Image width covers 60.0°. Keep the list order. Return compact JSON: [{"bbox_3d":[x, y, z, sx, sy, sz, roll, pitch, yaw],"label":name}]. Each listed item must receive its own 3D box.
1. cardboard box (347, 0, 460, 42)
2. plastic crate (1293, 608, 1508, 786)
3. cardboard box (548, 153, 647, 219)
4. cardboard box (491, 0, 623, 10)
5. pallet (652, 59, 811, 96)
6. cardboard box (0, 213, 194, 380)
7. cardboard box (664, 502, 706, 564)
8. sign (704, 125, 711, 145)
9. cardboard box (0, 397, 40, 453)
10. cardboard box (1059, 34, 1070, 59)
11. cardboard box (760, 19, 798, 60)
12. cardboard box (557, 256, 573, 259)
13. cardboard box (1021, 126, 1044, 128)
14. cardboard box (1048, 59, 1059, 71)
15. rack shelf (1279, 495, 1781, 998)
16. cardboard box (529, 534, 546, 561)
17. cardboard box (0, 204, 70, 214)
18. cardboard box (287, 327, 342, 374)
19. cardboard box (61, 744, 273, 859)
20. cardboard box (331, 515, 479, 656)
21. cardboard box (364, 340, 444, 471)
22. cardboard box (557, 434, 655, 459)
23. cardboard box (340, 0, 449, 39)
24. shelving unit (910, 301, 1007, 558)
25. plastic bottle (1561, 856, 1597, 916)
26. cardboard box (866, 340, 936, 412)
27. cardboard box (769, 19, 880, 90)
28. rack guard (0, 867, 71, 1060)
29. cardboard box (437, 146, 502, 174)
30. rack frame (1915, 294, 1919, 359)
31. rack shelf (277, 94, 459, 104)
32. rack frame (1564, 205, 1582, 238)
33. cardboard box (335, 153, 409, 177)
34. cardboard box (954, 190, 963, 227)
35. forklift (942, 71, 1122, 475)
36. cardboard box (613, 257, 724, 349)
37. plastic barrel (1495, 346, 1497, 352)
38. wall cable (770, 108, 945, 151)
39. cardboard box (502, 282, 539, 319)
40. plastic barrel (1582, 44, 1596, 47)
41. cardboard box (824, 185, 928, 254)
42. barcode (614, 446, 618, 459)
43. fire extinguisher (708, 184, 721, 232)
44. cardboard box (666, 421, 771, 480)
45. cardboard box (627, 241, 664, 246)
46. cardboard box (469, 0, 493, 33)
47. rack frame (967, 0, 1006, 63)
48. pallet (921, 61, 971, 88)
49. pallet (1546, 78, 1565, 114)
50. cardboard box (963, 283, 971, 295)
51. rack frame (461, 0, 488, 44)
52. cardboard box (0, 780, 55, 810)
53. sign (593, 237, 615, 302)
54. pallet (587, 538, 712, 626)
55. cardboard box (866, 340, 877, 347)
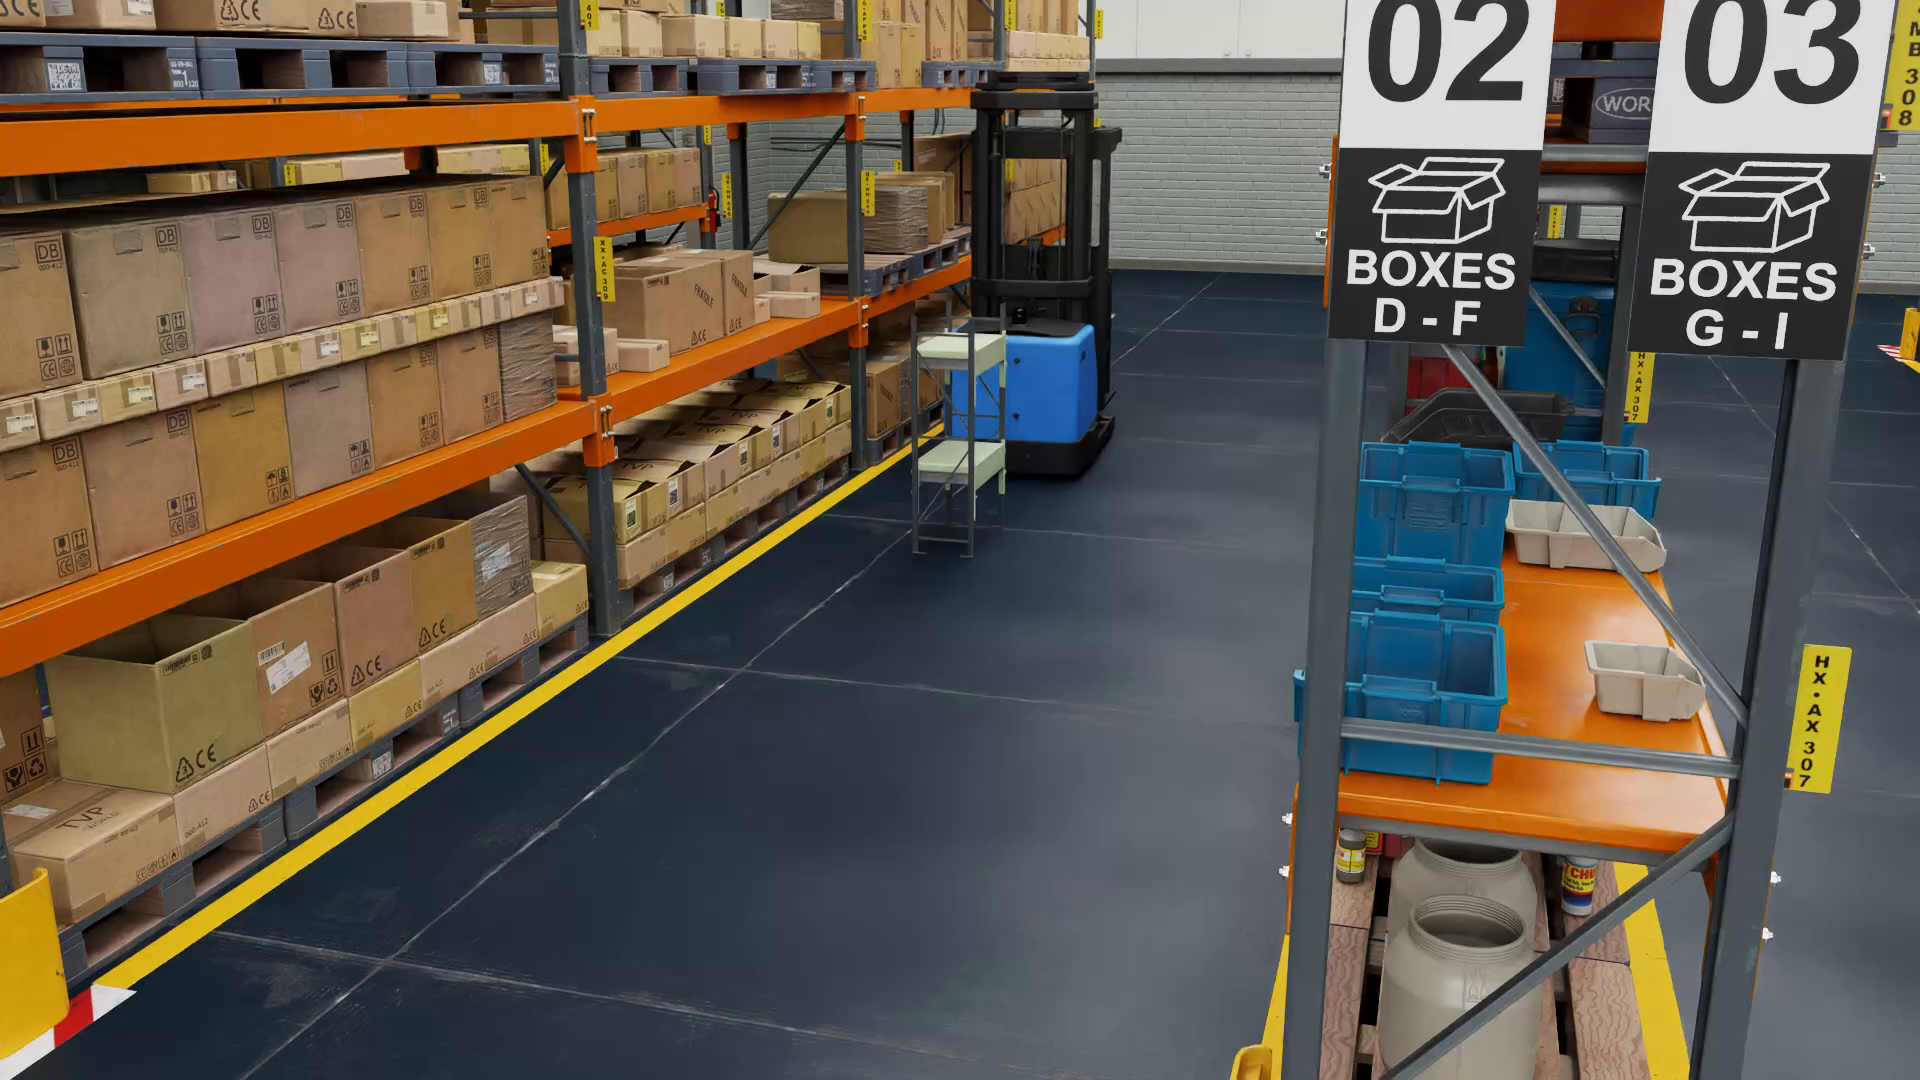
[{"bbox_3d":[-2.737,-2.614,7.844,0.500,0.500,0.500,6,17,20],"label":"cardboard box"},{"bbox_3d":[1.126,0.384,4.252,0.499,0.251,0.616,5,16,16],"label":"plastic crate"},{"bbox_3d":[-4.238,-4.108,19.266,0.980,0.700,0.700,4,16,13],"label":"cardboard box"},{"bbox_3d":[-2.128,-3.057,8.745,0.500,0.500,0.500,5,17,17],"label":"cardboard box"},{"bbox_3d":[-1.626,-2.887,10.359,1.003,0.211,1.213,5,17,18],"label":"pallet"},{"bbox_3d":[-3.174,-0.864,5.818,0.700,0.500,0.500,4,16,14],"label":"cardboard box"},{"bbox_3d":[-1.842,-0.064,9.829,0.500,0.250,0.500,5,17,17],"label":"cardboard box"},{"bbox_3d":[-3.165,-5.113,20.804,0.100,0.325,0.005,5,16,16],"label":"sign"},{"bbox_3d":[-3.160,-0.365,5.247,0.380,0.149,0.250,5,16,15],"label":"cardboard box"},{"bbox_3d":[0.880,-5.301,17.882,0.500,0.250,0.500,5,16,16],"label":"cardboard box"},{"bbox_3d":[-1.411,-3.323,11.057,0.500,0.250,0.500,5,17,17],"label":"cardboard box"},{"bbox_3d":[-4.444,-3.191,19.206,0.380,0.149,0.250,5,17,16],"label":"cardboard box"},{"bbox_3d":[0.690,-4.538,19.317,0.500,0.500,0.500,5,17,18],"label":"cardboard box"},{"bbox_3d":[0.736,-4.929,17.490,0.500,0.250,0.500,5,16,16],"label":"cardboard box"},{"bbox_3d":[1.839,0.289,5.631,1.077,0.370,4.000,5,16,16],"label":"rack shelf"},{"bbox_3d":[-2.501,0.025,9.515,0.500,0.250,0.500,4,16,15],"label":"cardboard box"},{"bbox_3d":[-6.591,-2.059,11.602,0.700,0.500,0.500,7,17,24],"label":"cardboard box"},{"bbox_3d":[-2.722,-0.767,6.664,0.380,0.149,0.250,5,17,16],"label":"cardboard box"},{"bbox_3d":[-2.974,0.948,6.260,0.500,0.250,0.500,5,16,16],"label":"cardboard box"},{"bbox_3d":[-2.555,0.194,7.543,0.500,0.500,0.500,5,16,16],"label":"cardboard box"},{"bbox_3d":[-2.751,-0.627,7.361,0.700,0.500,0.500,5,17,17],"label":"cardboard box"},{"bbox_3d":[-2.215,-0.509,10.370,0.500,0.311,0.500,5,16,16],"label":"cardboard box"},{"bbox_3d":[-2.422,-2.220,7.097,0.380,0.149,0.250,5,16,16],"label":"cardboard box"},{"bbox_3d":[-0.002,-0.720,10.619,0.431,1.500,0.755,5,16,16],"label":"shelving unit"},{"bbox_3d":[2.084,1.117,5.588,0.097,0.271,0.097,0,16,0],"label":"plastic bottle"},{"bbox_3d":[-0.510,-1.386,13.994,0.500,0.500,0.500,4,16,15],"label":"cardboard box"},{"bbox_3d":[-1.113,-3.620,12.414,0.910,0.500,0.500,5,16,16],"label":"cardboard box"},{"bbox_3d":[-3.485,1.290,5.365,1.175,0.500,0.348,5,16,16],"label":"rack guard"},{"bbox_3d":[-4.860,-3.728,16.336,0.500,0.250,0.500,5,17,17],"label":"cardboard box"},{"bbox_3d":[10.566,-3.336,17.092,1.000,3.000,0.127,5,16,16],"label":"rack frame"},{"bbox_3d":[-5.387,-4.015,15.310,1.077,0.370,4.000,5,16,16],"label":"rack shelf"},{"bbox_3d":[3.544,-1.627,11.067,1.000,3.000,0.127,5,16,16],"label":"rack frame"},{"bbox_3d":[-5.288,-3.327,14.923,0.500,0.250,0.500,5,17,16],"label":"cardboard box"},{"bbox_3d":[-0.172,-3.257,16.632,0.500,0.500,0.500,5,17,17],"label":"cardboard box"},{"bbox_3d":[0.683,-2.248,13.385,1.130,2.935,3.031,3,16,12],"label":"forklift"},{"bbox_3d":[-1.815,-1.482,10.374,0.500,0.500,0.500,5,16,16],"label":"cardboard box"},{"bbox_3d":[3.336,-1.285,9.656,0.421,0.512,0.421,0,16,0],"label":"plastic barrel"},{"bbox_3d":[-1.731,-7.332,25.879,3.097,2.526,0.112,5,16,16],"label":"wall cable"},{"bbox_3d":[-2.285,-1.173,8.096,0.380,0.149,0.250,4,16,15],"label":"cardboard box"},{"bbox_3d":[1.472,-1.577,4.282,0.600,0.588,0.600,0,16,0],"label":"plastic barrel"},{"bbox_3d":[-0.691,-2.660,13.757,0.700,0.500,0.500,8,18,26],"label":"cardboard box"},{"bbox_3d":[-1.869,-0.471,9.007,0.001,0.075,0.075,5,16,16],"label":"barcode"},{"bbox_3d":[-3.196,-4.275,21.229,0.296,0.674,0.183,5,16,16],"label":"fire extinguisher"},{"bbox_3d":[-1.549,-0.605,10.708,0.500,0.311,0.500,5,17,17],"label":"cardboard box"},{"bbox_3d":[-3.941,-3.657,20.847,0.380,0.149,0.250,5,17,16],"label":"cardboard box"},{"bbox_3d":[-4.843,-5.624,17.611,0.500,0.500,0.500,4,16,15],"label":"cardboard box"},{"bbox_3d":[-0.068,-5.944,15.296,1.000,3.000,0.127,5,16,16],"label":"rack frame"},{"bbox_3d":[-0.612,-3.974,14.191,1.213,0.211,1.003,5,16,16],"label":"pallet"},{"bbox_3d":[2.296,-1.736,6.302,1.213,0.211,1.003,5,16,16],"label":"pallet"},{"bbox_3d":[0.461,-2.561,18.130,0.797,0.503,0.637,5,16,16],"label":"cardboard box"},{"bbox_3d":[-4.818,-6.328,16.647,1.000,3.000,0.127,5,16,16],"label":"rack frame"},{"bbox_3d":[-3.609,1.039,5.939,0.500,0.250,0.500,5,16,16],"label":"cardboard box"},{"bbox_3d":[-1.809,-1.377,8.456,0.100,0.325,0.005,5,16,16],"label":"sign"},{"bbox_3d":[-2.169,0.180,9.806,1.003,0.211,1.213,5,16,16],"label":"pallet"},{"bbox_3d":[-1.016,-1.419,14.110,0.500,0.500,0.500,4,16,14],"label":"cardboard box"}]
